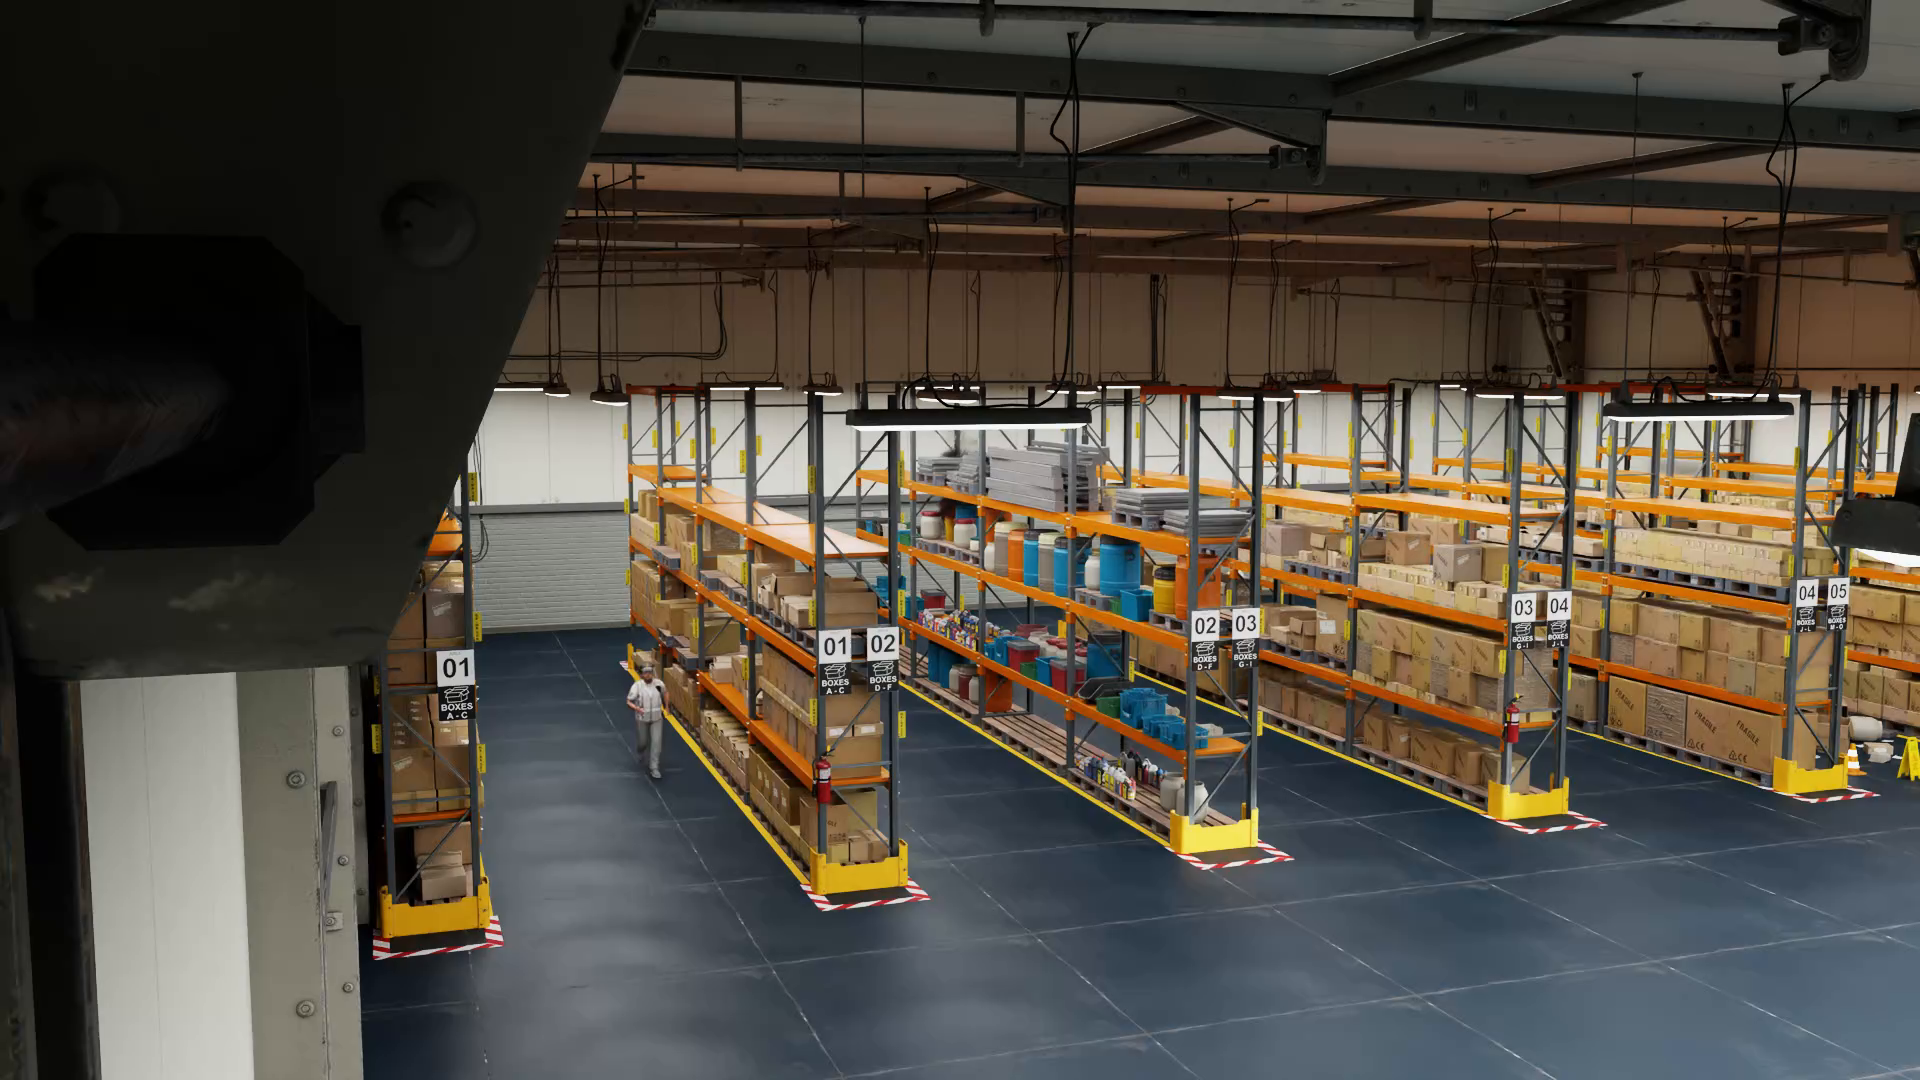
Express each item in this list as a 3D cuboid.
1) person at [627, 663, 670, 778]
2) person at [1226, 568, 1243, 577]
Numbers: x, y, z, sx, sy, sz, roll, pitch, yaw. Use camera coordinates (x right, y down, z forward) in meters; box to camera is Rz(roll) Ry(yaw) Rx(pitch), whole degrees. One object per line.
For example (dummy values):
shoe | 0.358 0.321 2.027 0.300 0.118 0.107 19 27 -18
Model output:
person | -4.840 2.780 25.960 0.678 1.741 0.992 -2 6 -20
person | 6.634 1.286 40.574 0.647 1.772 0.656 -6 8 -44
